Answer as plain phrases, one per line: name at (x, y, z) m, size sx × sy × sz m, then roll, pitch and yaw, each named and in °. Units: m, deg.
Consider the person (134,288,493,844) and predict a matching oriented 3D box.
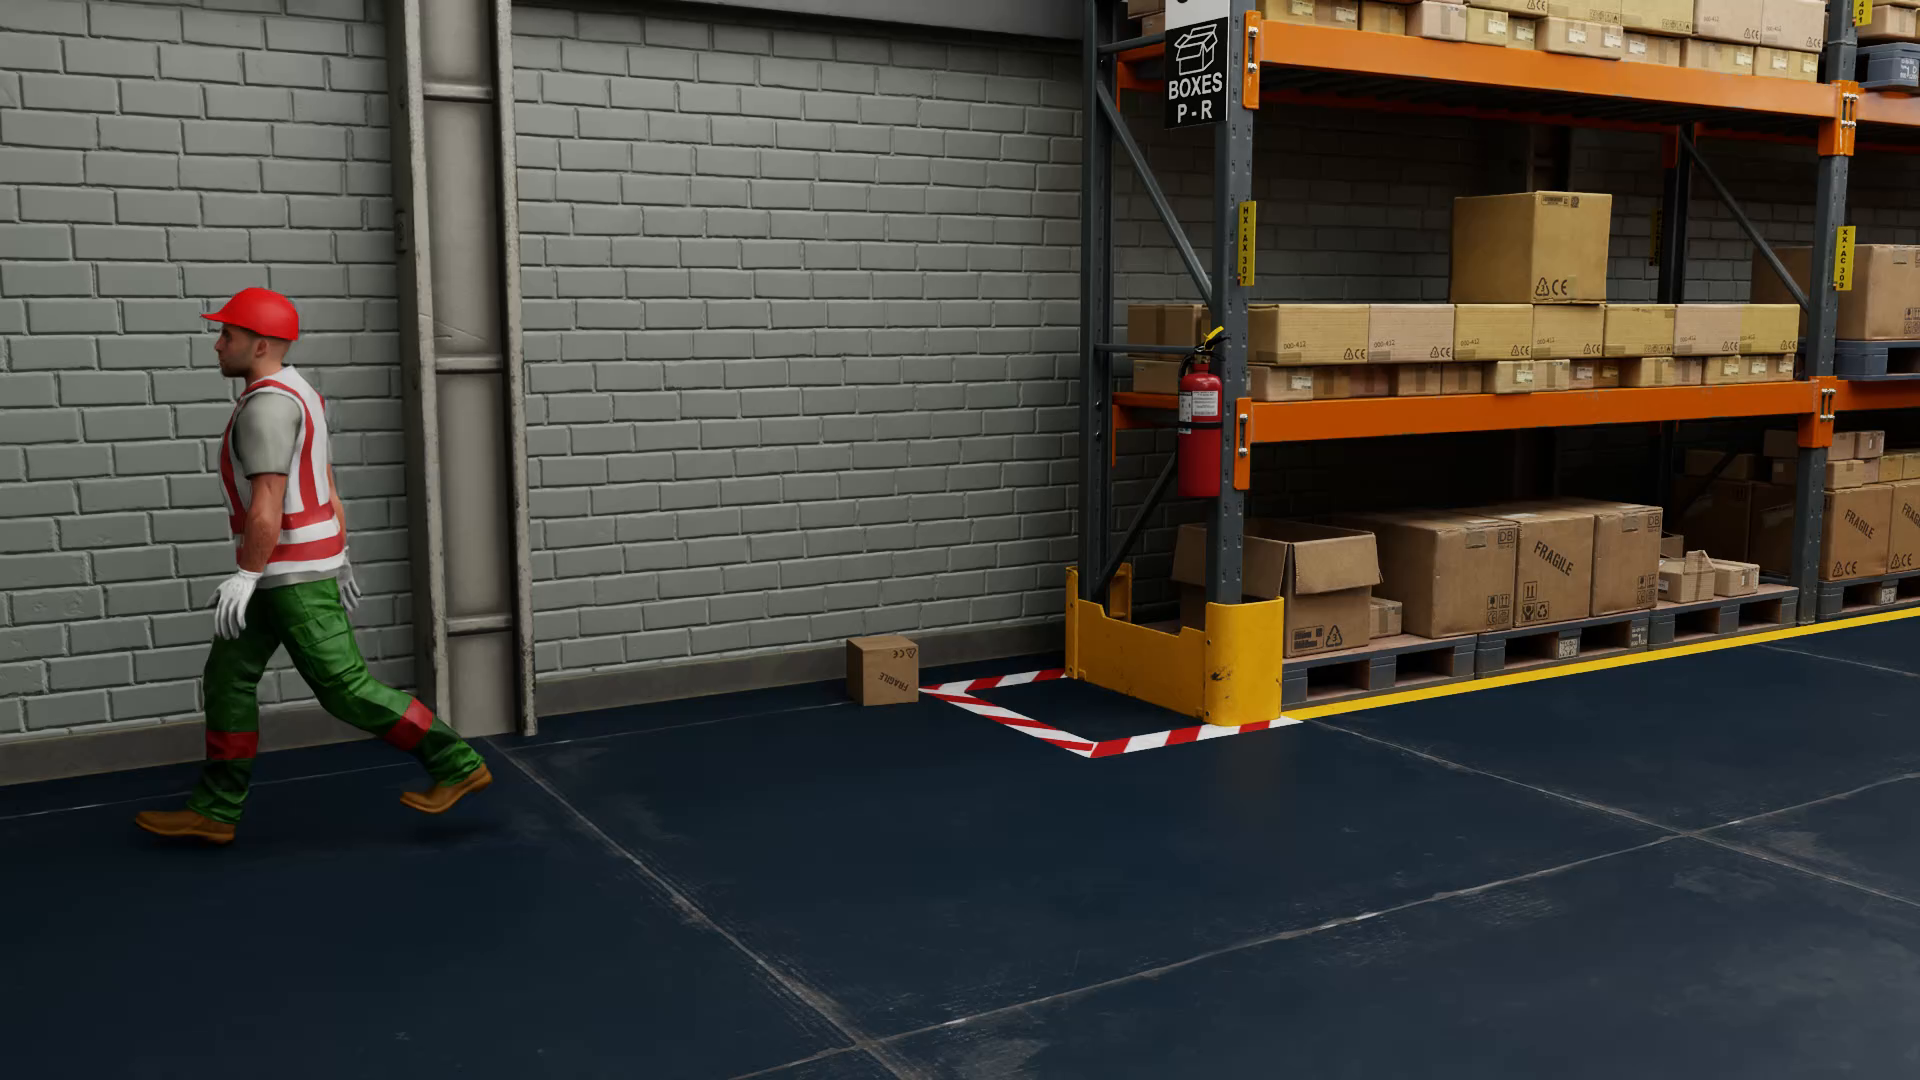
person at (-2.052, 0.094, 5.191) m, size 1.087 × 1.744 × 0.584 m, roll -2°, pitch 8°, yaw -17°
